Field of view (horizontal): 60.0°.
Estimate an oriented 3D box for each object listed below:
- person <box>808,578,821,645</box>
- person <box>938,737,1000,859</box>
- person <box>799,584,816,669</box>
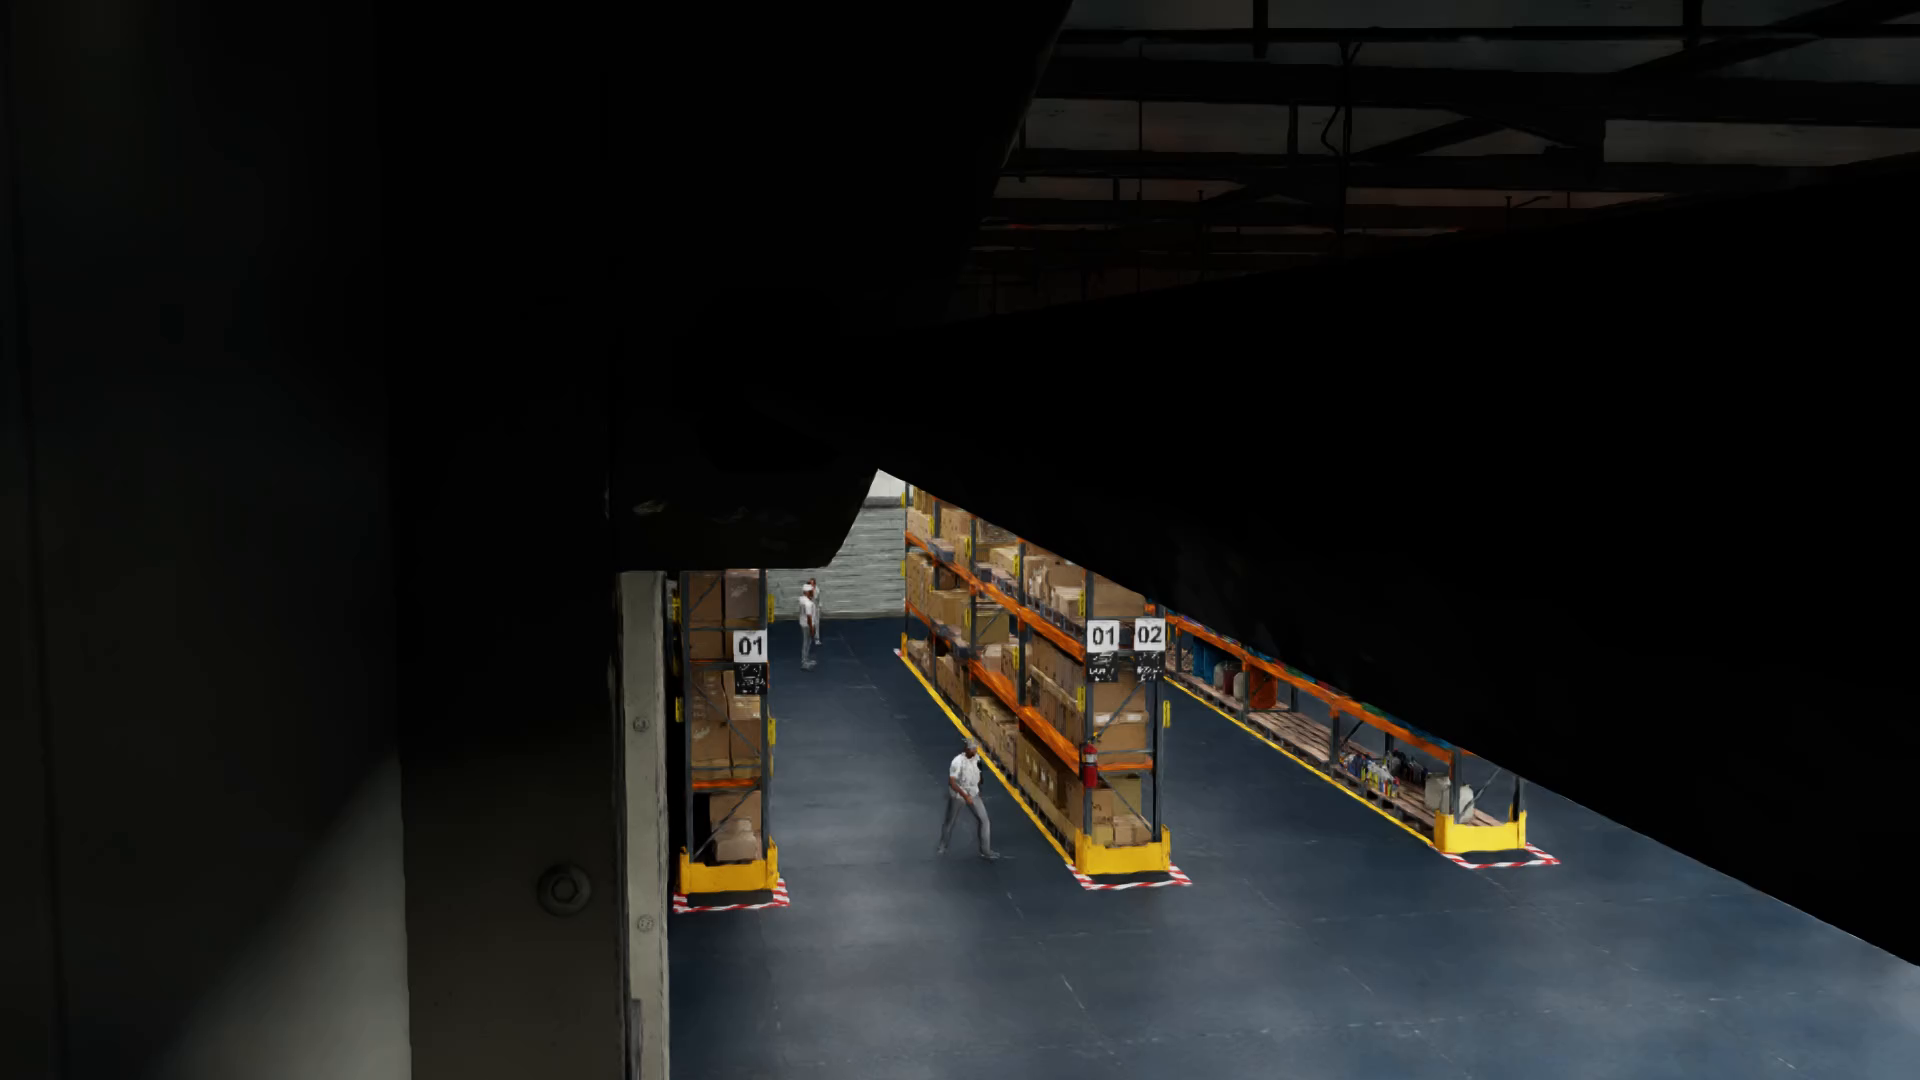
[{"bbox_3d":[-3.404,1.615,38.148,0.417,1.504,1.036,-1,6,-7],"label":"person"},{"bbox_3d":[0.080,3.295,21.518,0.622,1.608,0.822,-3,7,-27],"label":"person"},{"bbox_3d":[-3.202,1.796,35.058,0.387,1.772,0.703,-2,6,-15],"label":"person"}]
